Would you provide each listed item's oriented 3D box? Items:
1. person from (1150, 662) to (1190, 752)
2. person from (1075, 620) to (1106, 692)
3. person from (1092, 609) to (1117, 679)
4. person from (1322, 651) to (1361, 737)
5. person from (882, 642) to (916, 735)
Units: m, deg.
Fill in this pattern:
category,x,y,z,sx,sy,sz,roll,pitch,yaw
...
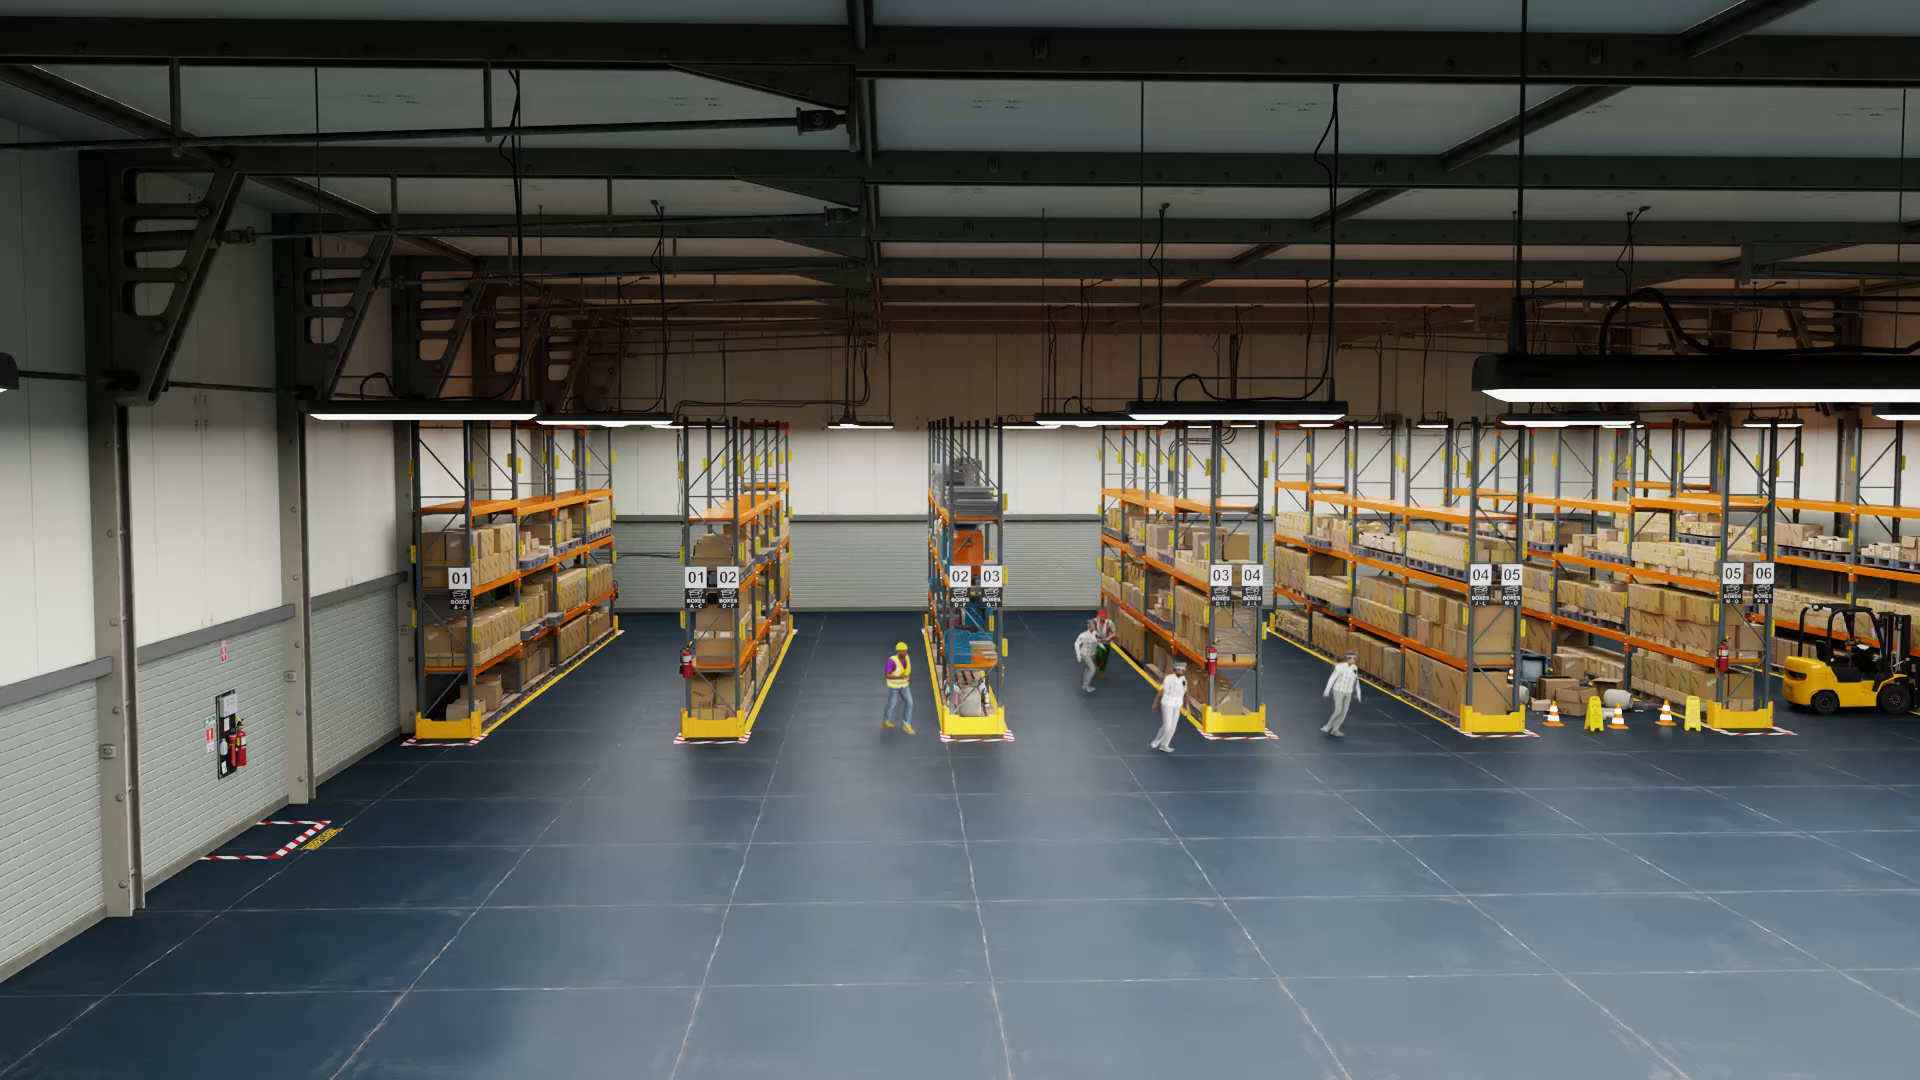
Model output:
category,x,y,z,sx,sy,sz,roll,pitch,yaw
person,3.759,2.983,29.702,0.613,1.633,0.555,-2,4,-30
person,2.881,2.560,36.631,0.748,1.631,0.623,3,5,41
person,3.320,2.374,38.604,0.688,1.609,1.098,1,4,12
person,7.178,2.880,31.226,0.633,1.628,0.547,-2,4,-24
person,-1.180,2.801,31.561,0.720,1.756,0.943,-3,5,-36
